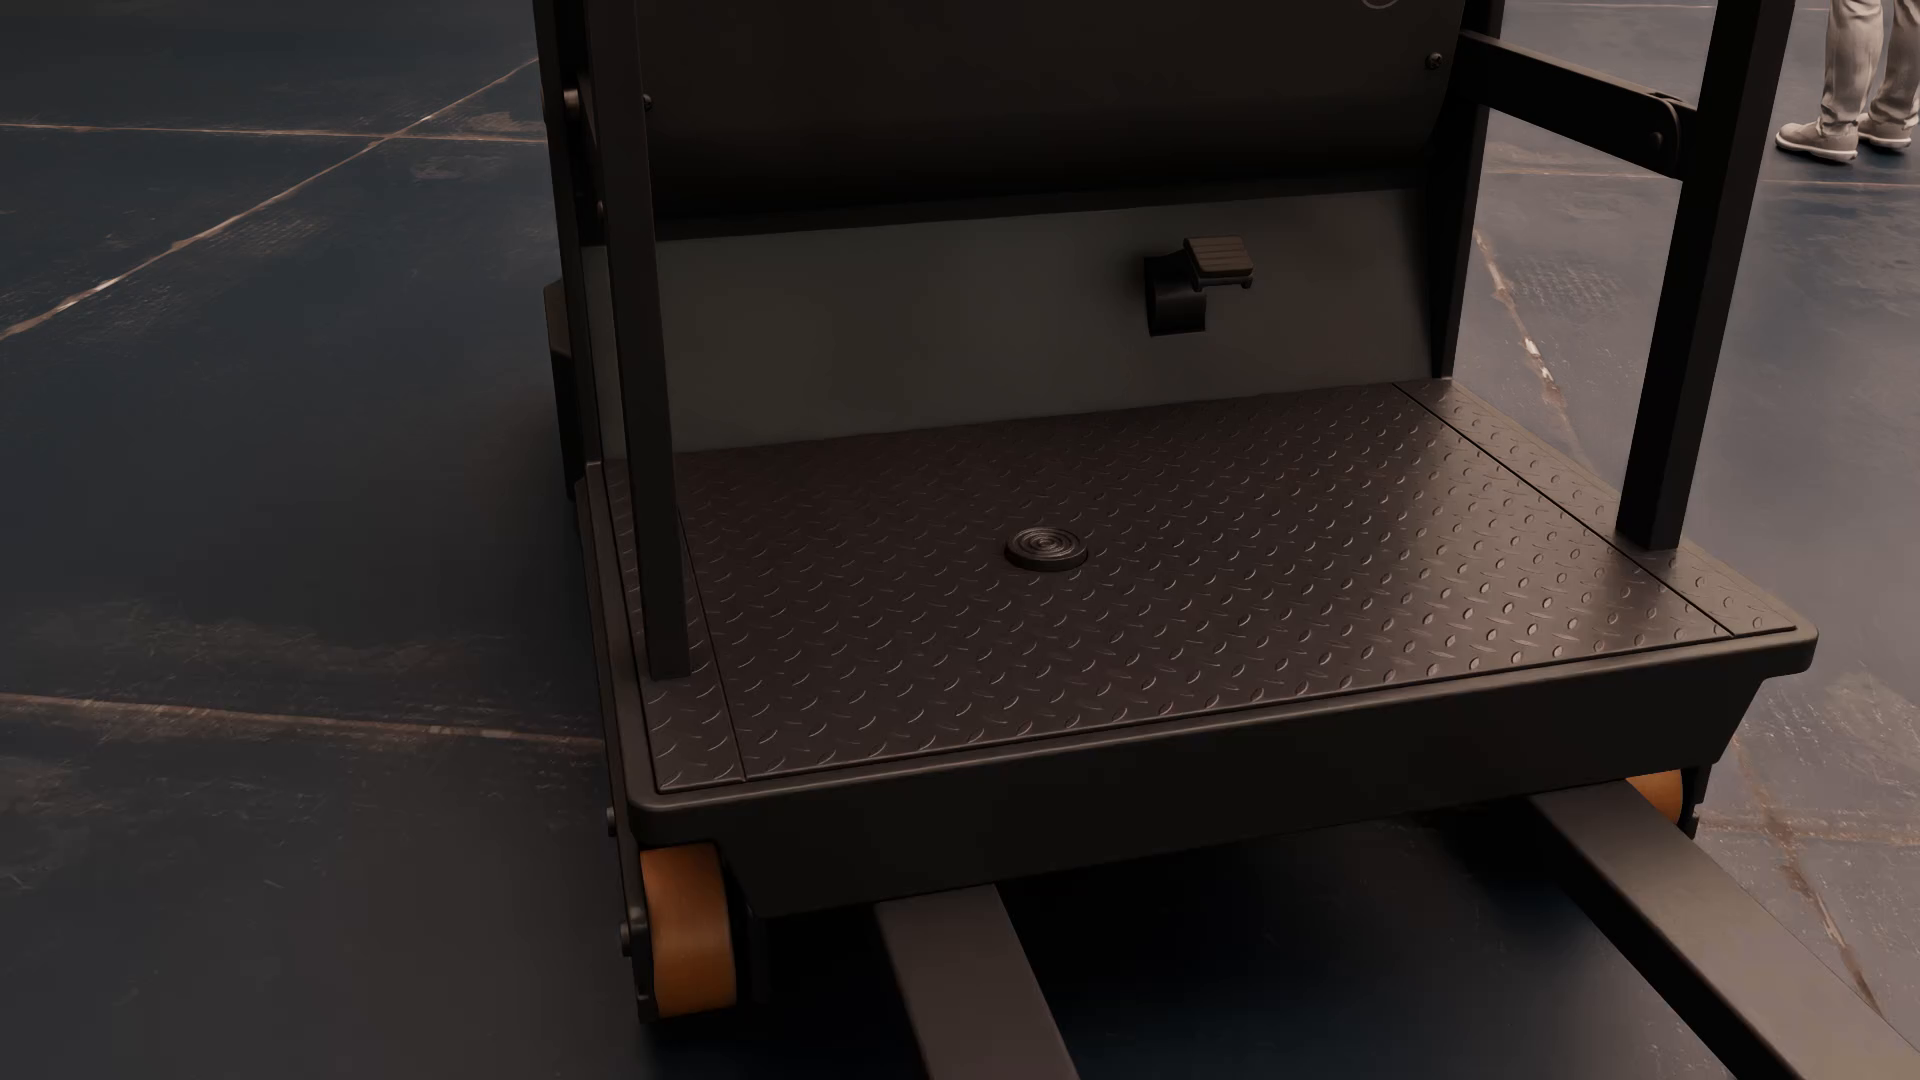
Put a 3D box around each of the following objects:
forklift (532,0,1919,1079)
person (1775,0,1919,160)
[{"bbox_3d":[0.153,-1.049,1.319,1.130,2.935,3.031,-7,27,-13],"label":"forklift"},{"bbox_3d":[2.419,-1.841,4.276,0.589,1.696,0.532,-1,27,-2],"label":"person"}]
